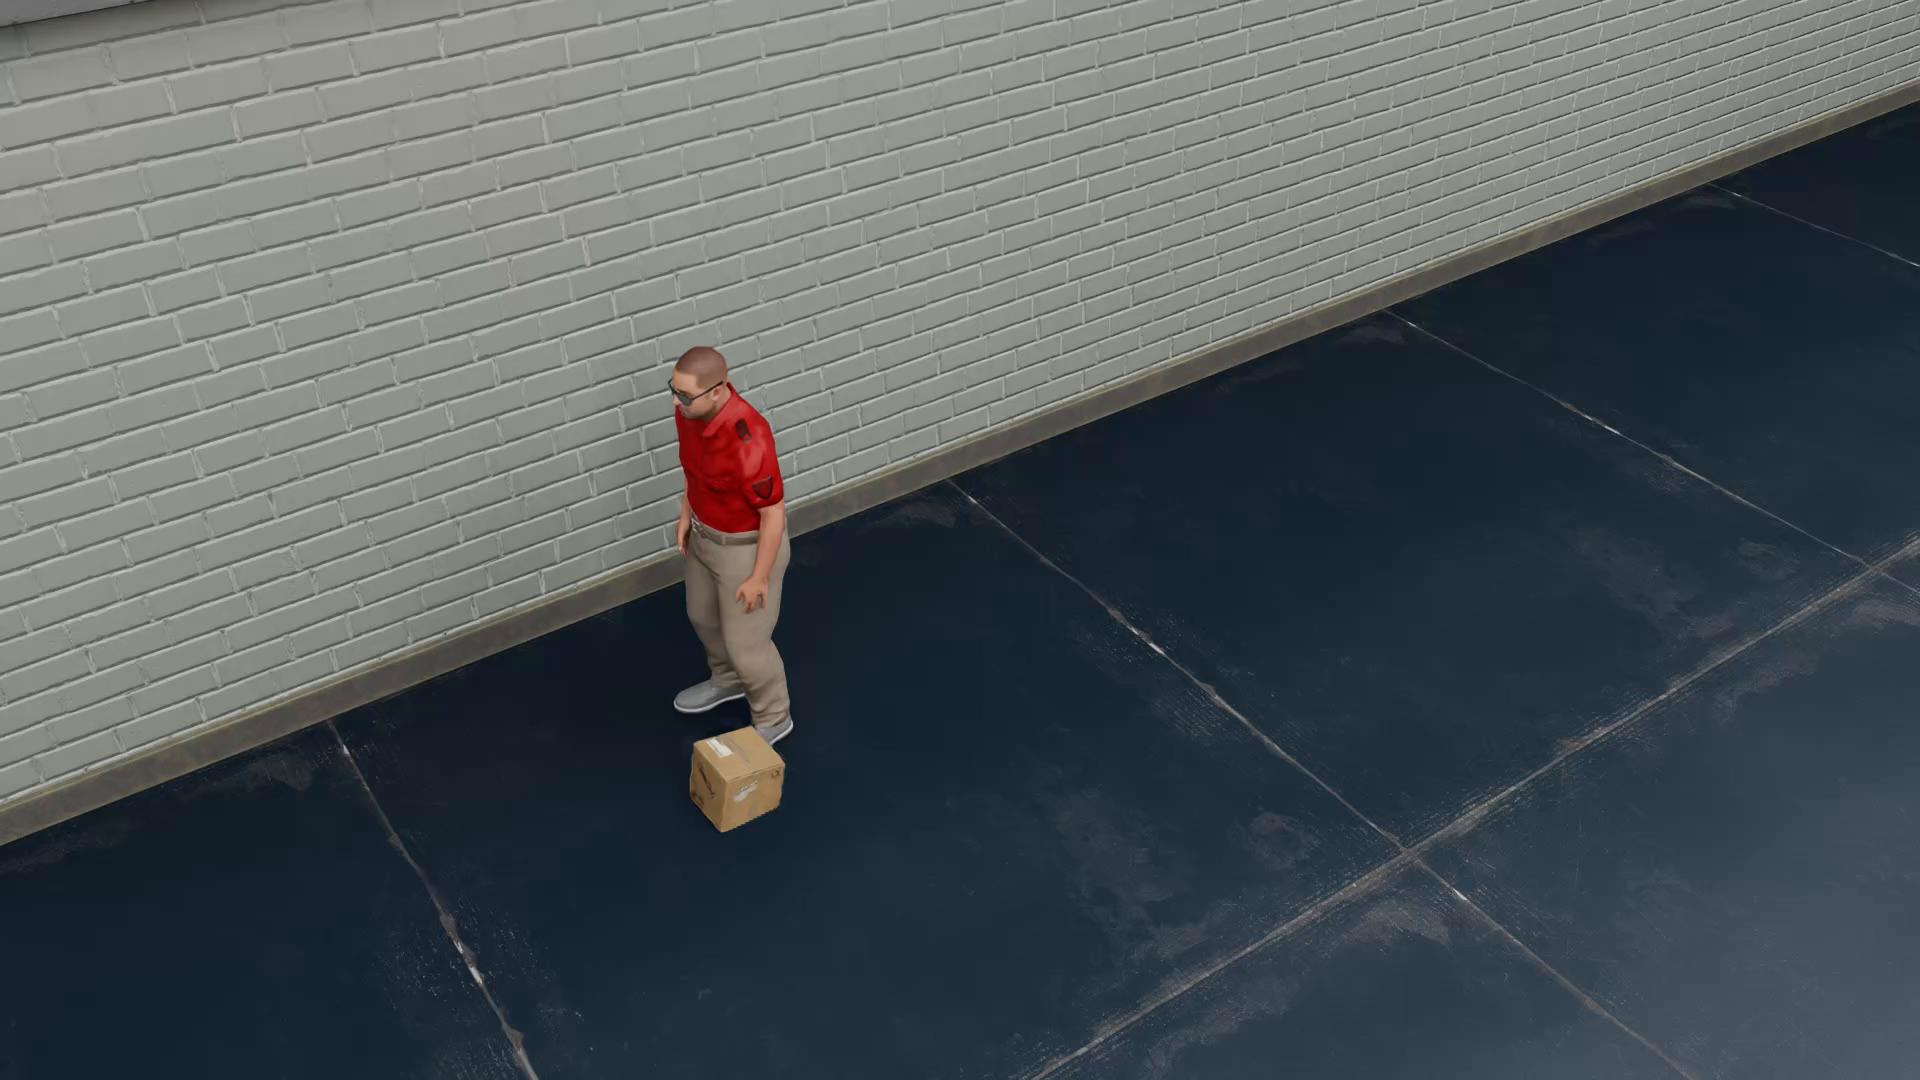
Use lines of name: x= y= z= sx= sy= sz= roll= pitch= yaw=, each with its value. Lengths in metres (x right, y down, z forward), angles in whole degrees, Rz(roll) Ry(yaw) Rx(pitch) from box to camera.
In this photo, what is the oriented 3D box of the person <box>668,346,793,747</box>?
person: x=-0.848 y=0.032 z=6.116 sx=0.390 sy=1.727 sz=0.576 roll=-24 pitch=42 yaw=-29
